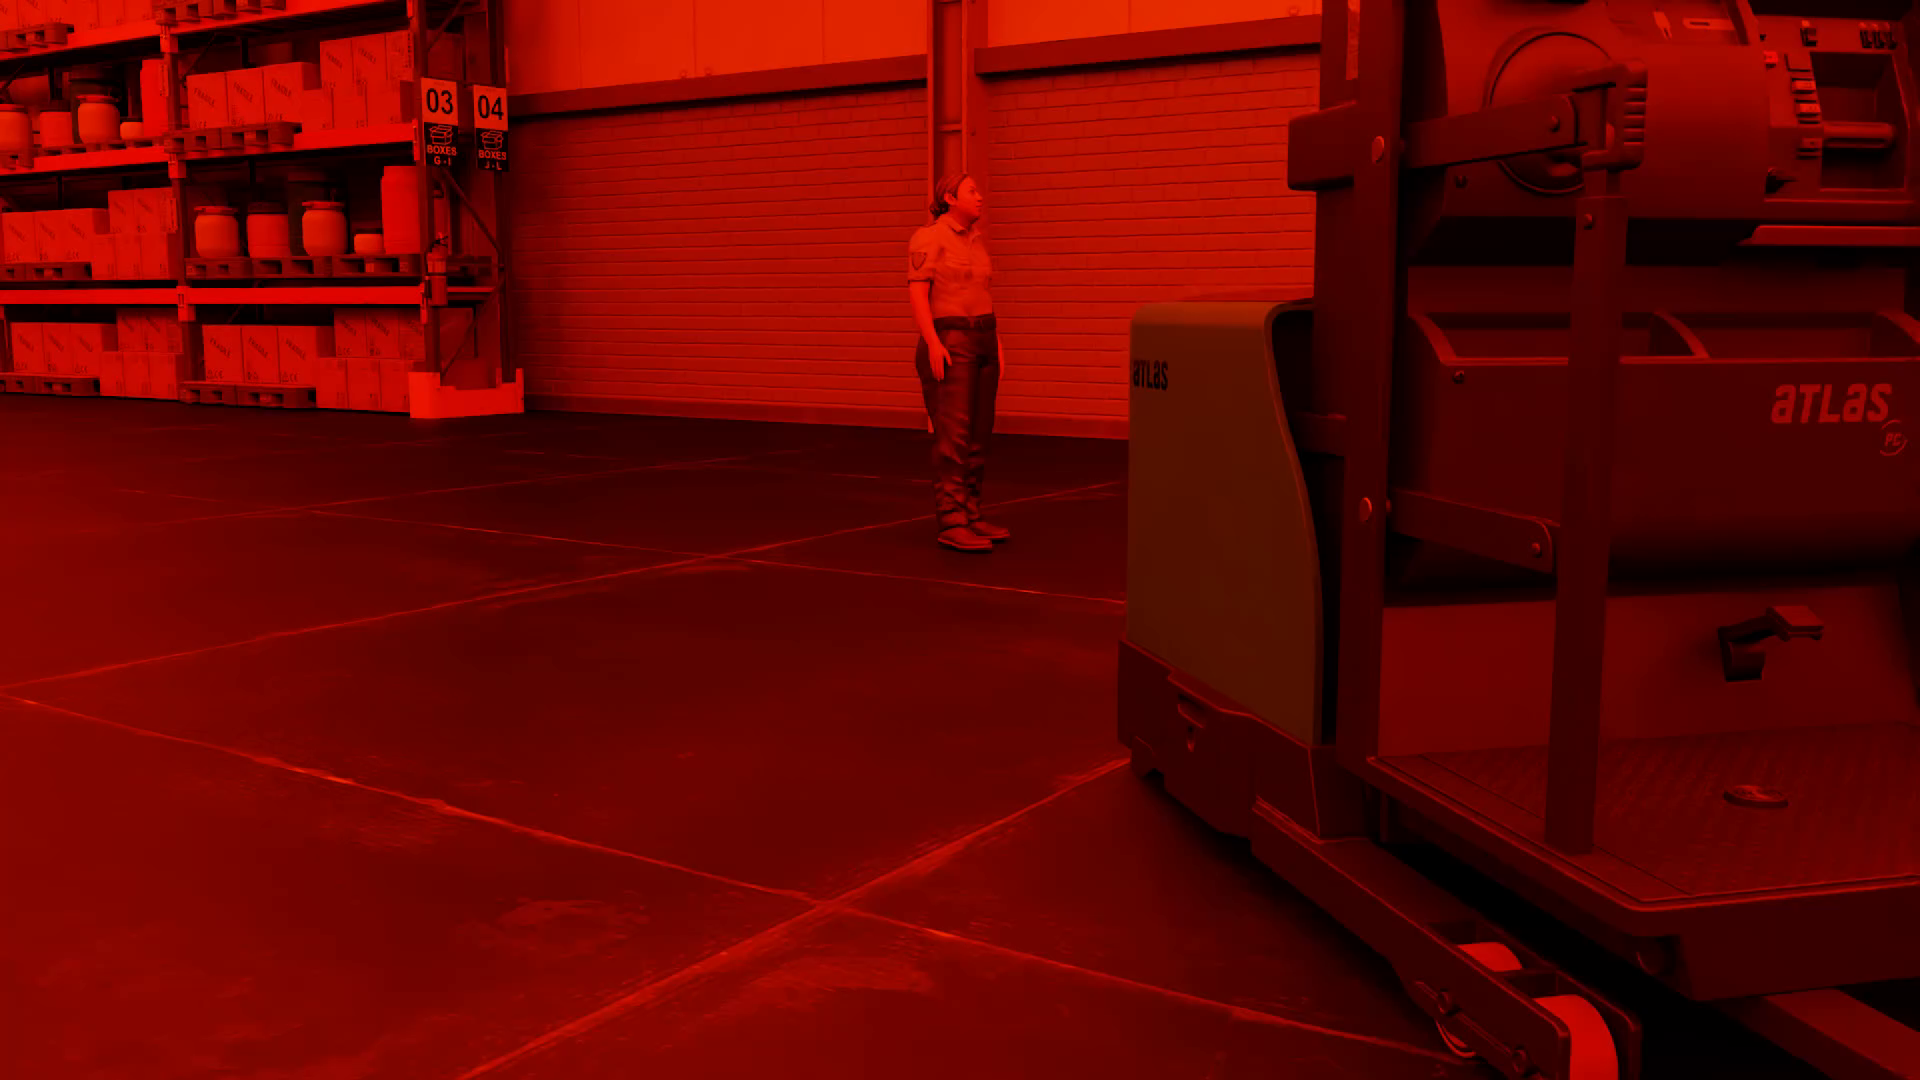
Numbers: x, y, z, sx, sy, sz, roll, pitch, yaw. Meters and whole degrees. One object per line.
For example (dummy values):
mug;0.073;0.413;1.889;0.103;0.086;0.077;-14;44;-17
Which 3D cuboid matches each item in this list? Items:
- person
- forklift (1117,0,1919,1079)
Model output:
person;0.062;-0.808;7.418;0.502;1.641;0.598;5;10;34
forklift;1.214;-0.741;2.401;1.130;2.935;3.031;-2;8;-14
